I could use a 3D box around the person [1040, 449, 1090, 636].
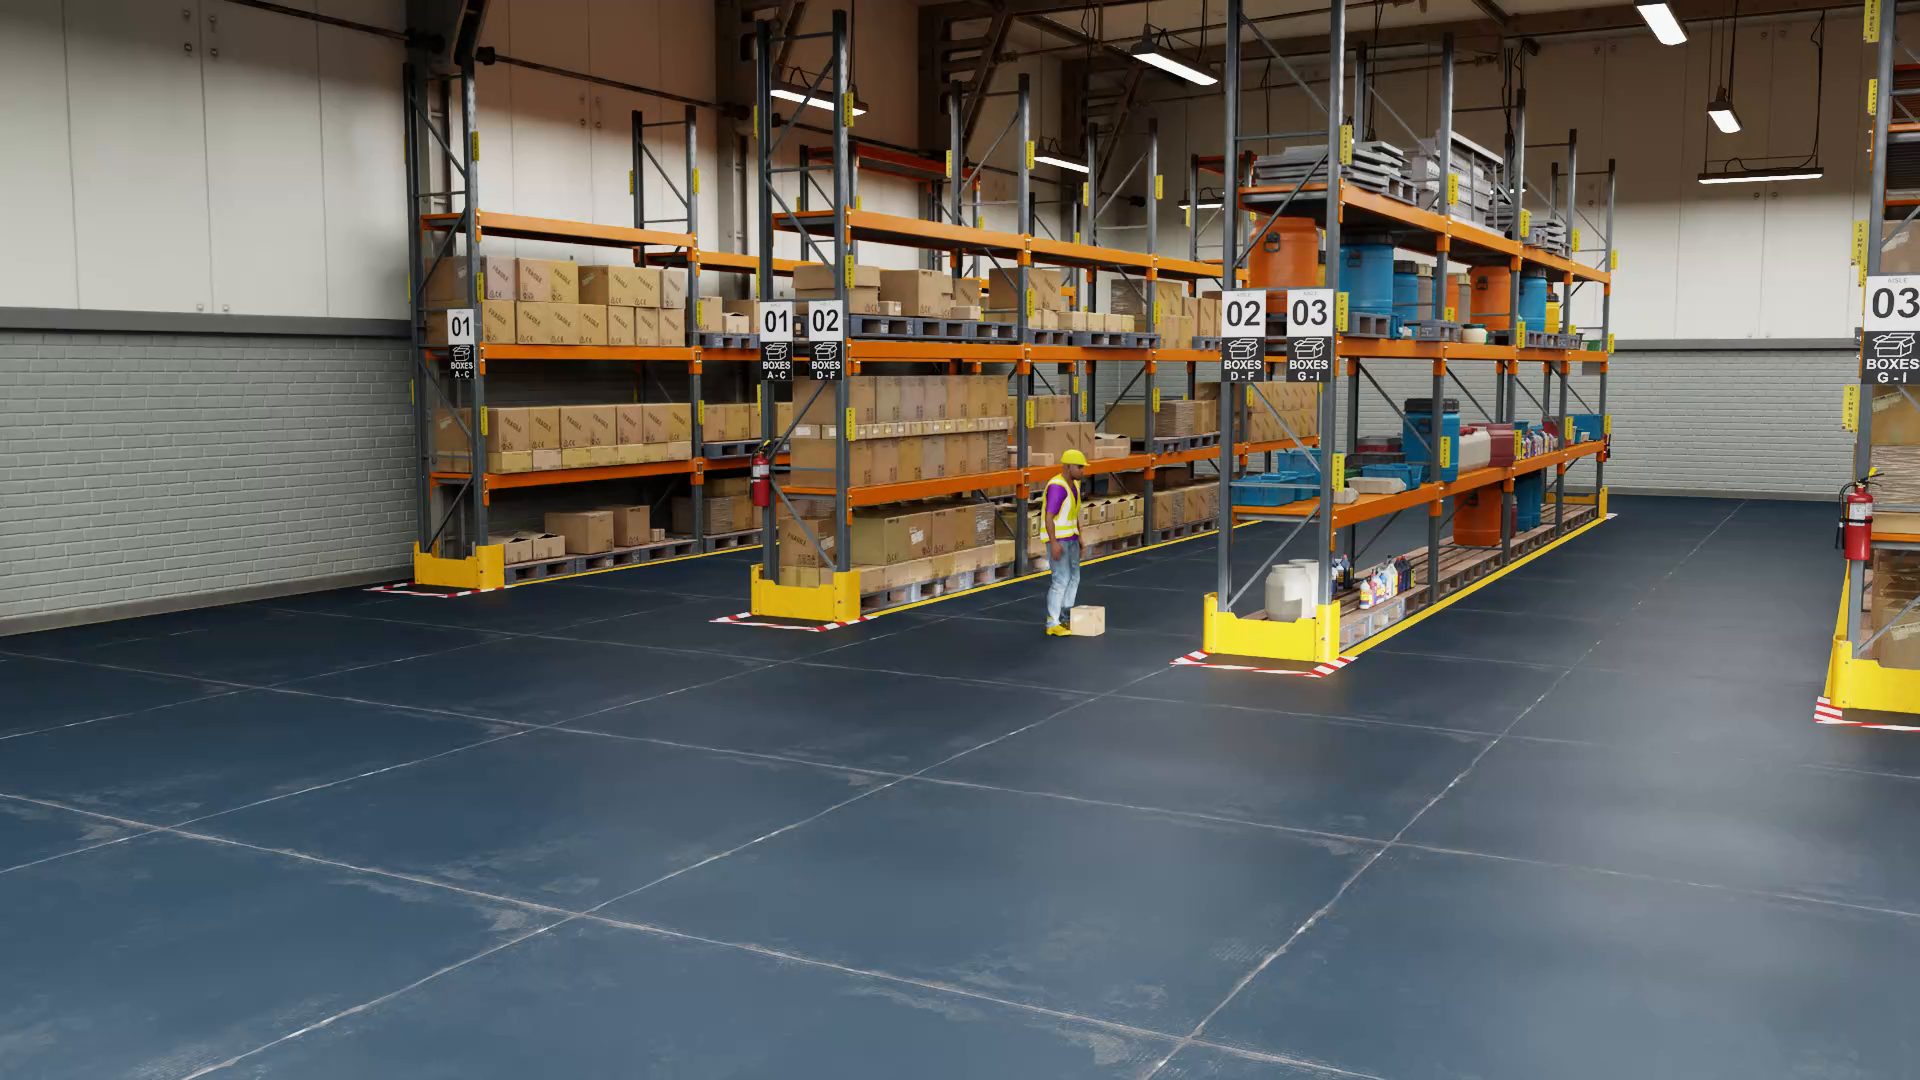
[{"bbox_3d":[1.014,0.012,15.931,0.458,1.761,0.626,3,7,29],"label":"person"}]
